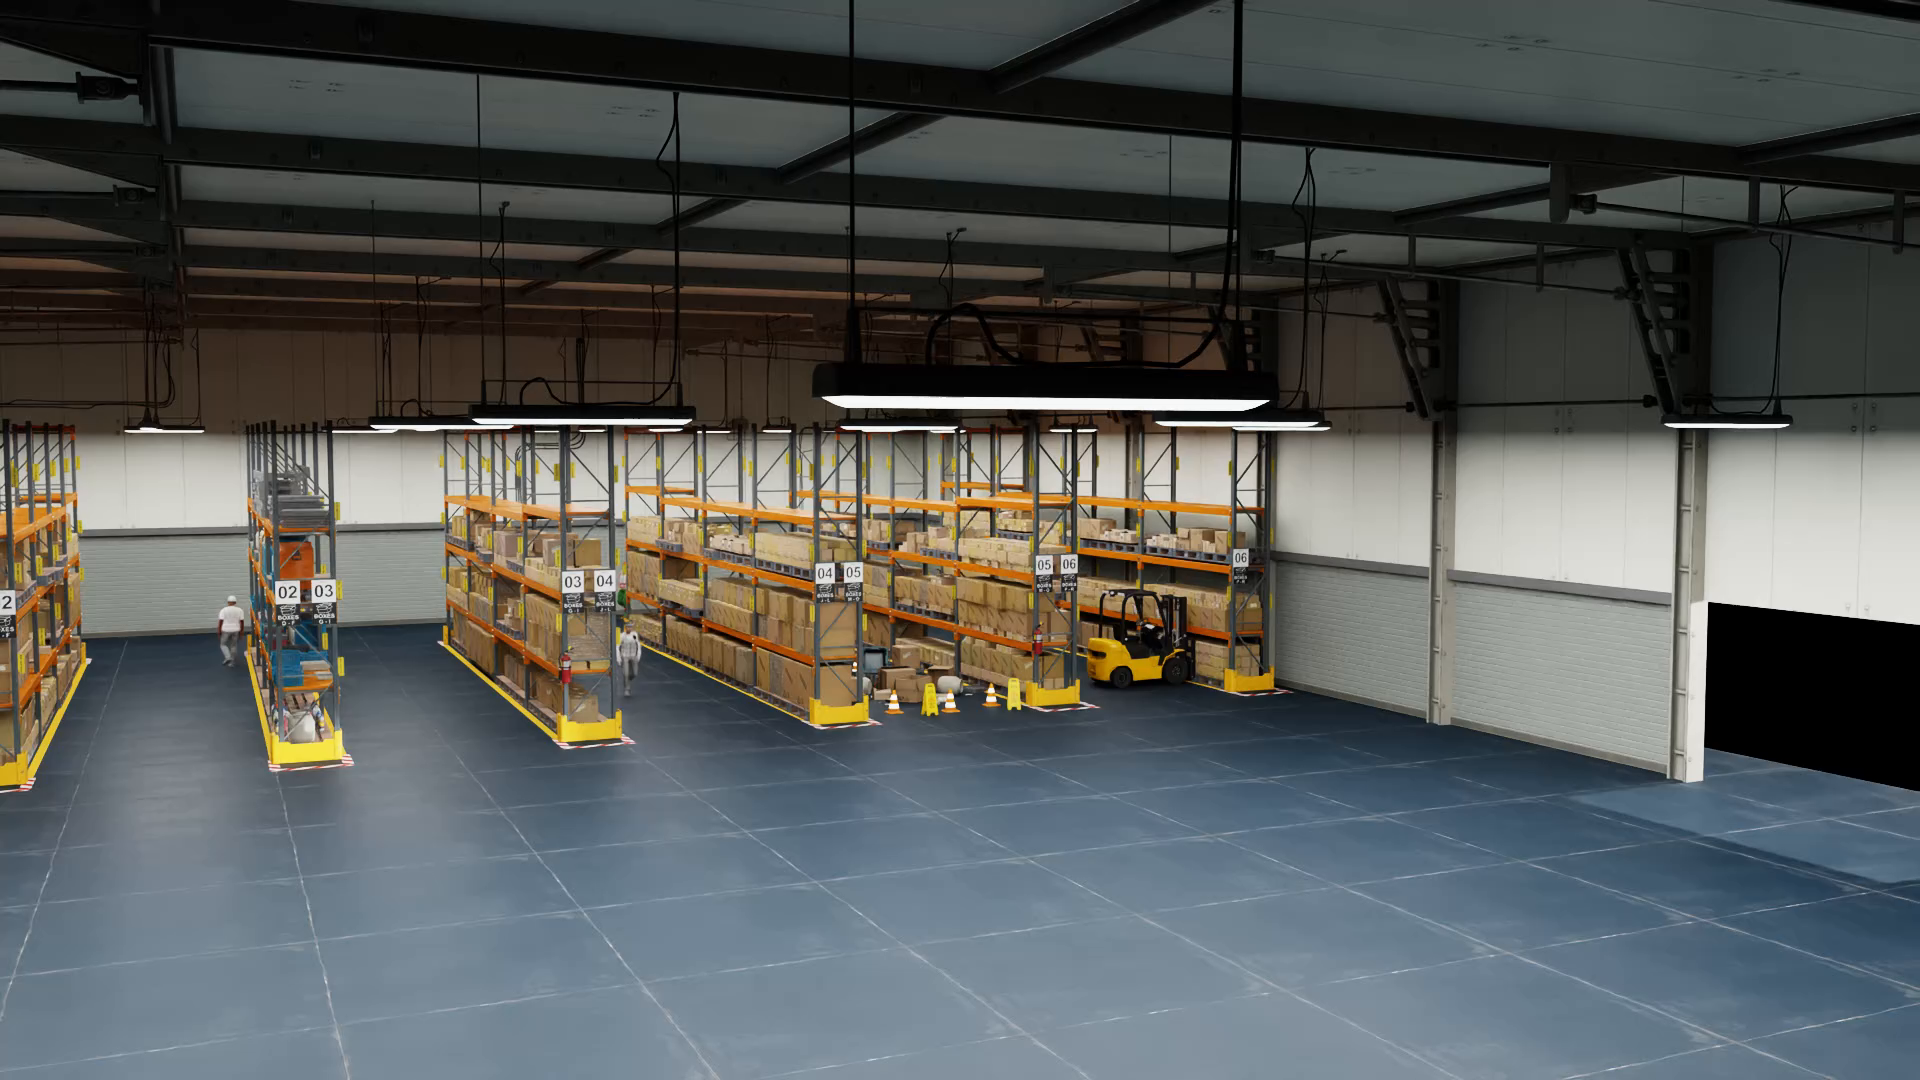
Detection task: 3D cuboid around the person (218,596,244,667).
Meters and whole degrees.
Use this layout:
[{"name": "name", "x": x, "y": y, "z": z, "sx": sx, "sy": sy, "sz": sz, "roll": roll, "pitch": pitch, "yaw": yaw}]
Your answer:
[{"name": "person", "x": -18.015, "y": 2.265, "z": 41.116, "sx": 0.614, "sy": 1.760, "sz": 0.525, "roll": -2, "pitch": 4, "yaw": -33}]

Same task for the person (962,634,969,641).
[{"name": "person", "x": 0.186, "y": 2.009, "z": 46.076, "sx": 0.465, "sy": 1.670, "sz": 0.495, "roll": 2, "pitch": 4, "yaw": 31}]

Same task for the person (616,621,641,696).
[{"name": "person", "x": -7.383, "y": 2.601, "z": 36.898, "sx": 0.583, "sy": 1.659, "sz": 0.530, "roll": -2, "pitch": 4, "yaw": -29}]

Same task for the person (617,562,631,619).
[{"name": "person", "x": -10.463, "y": 1.566, "z": 52.076, "sx": 0.558, "sy": 1.784, "sz": 0.586, "roll": 2, "pitch": 4, "yaw": 30}]
